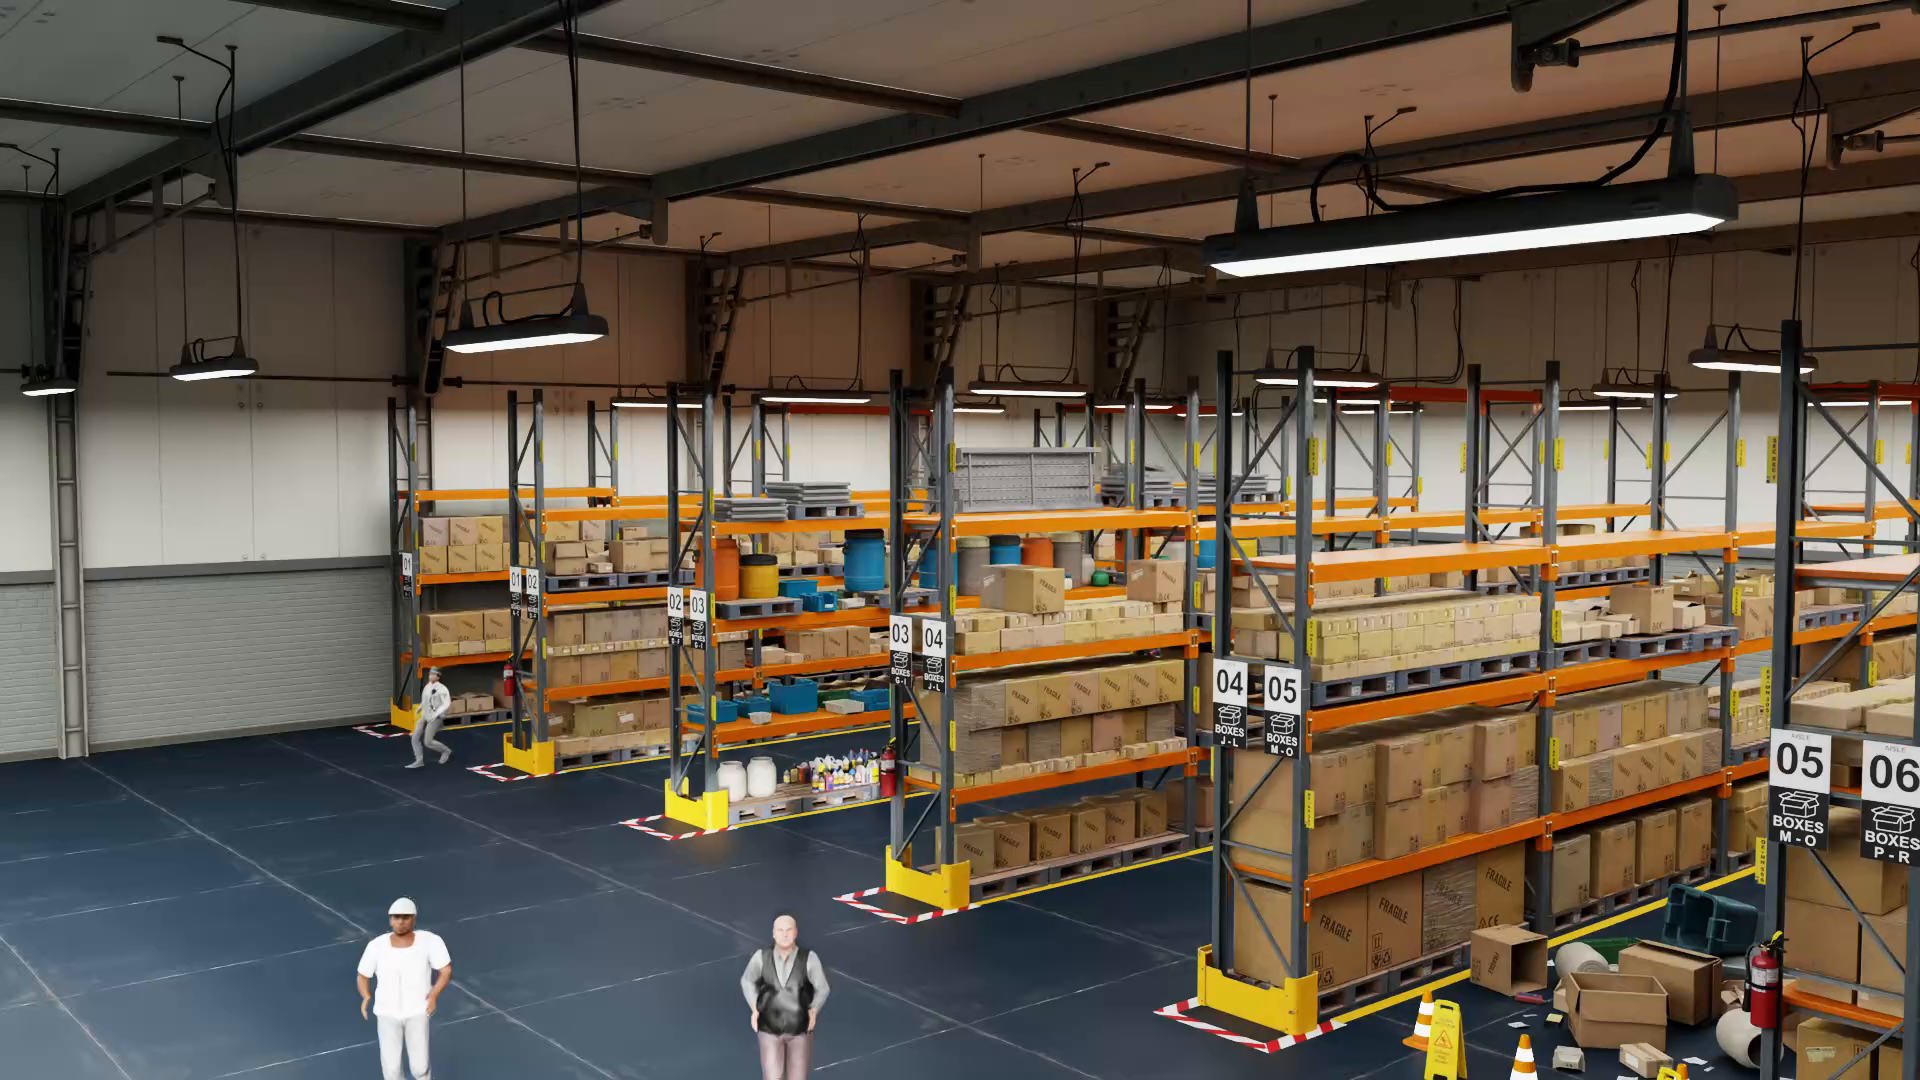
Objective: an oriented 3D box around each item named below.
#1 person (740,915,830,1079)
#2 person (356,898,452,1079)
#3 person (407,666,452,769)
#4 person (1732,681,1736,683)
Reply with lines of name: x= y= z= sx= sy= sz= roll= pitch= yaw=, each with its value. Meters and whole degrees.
person: x=-1.290 y=3.611 z=12.262 sx=0.662 sy=1.712 sz=0.819 roll=0 pitch=3 yaw=-4
person: x=-4.222 y=3.565 z=12.626 sx=0.698 sy=1.717 sz=0.609 roll=-1 pitch=3 yaw=-11
person: x=-8.428 y=2.806 z=26.459 sx=0.651 sy=1.628 sz=0.678 roll=3 pitch=4 yaw=39
person: x=11.351 y=2.889 z=24.598 sx=0.603 sy=1.662 sz=0.556 roll=-2 pitch=4 yaw=-34
